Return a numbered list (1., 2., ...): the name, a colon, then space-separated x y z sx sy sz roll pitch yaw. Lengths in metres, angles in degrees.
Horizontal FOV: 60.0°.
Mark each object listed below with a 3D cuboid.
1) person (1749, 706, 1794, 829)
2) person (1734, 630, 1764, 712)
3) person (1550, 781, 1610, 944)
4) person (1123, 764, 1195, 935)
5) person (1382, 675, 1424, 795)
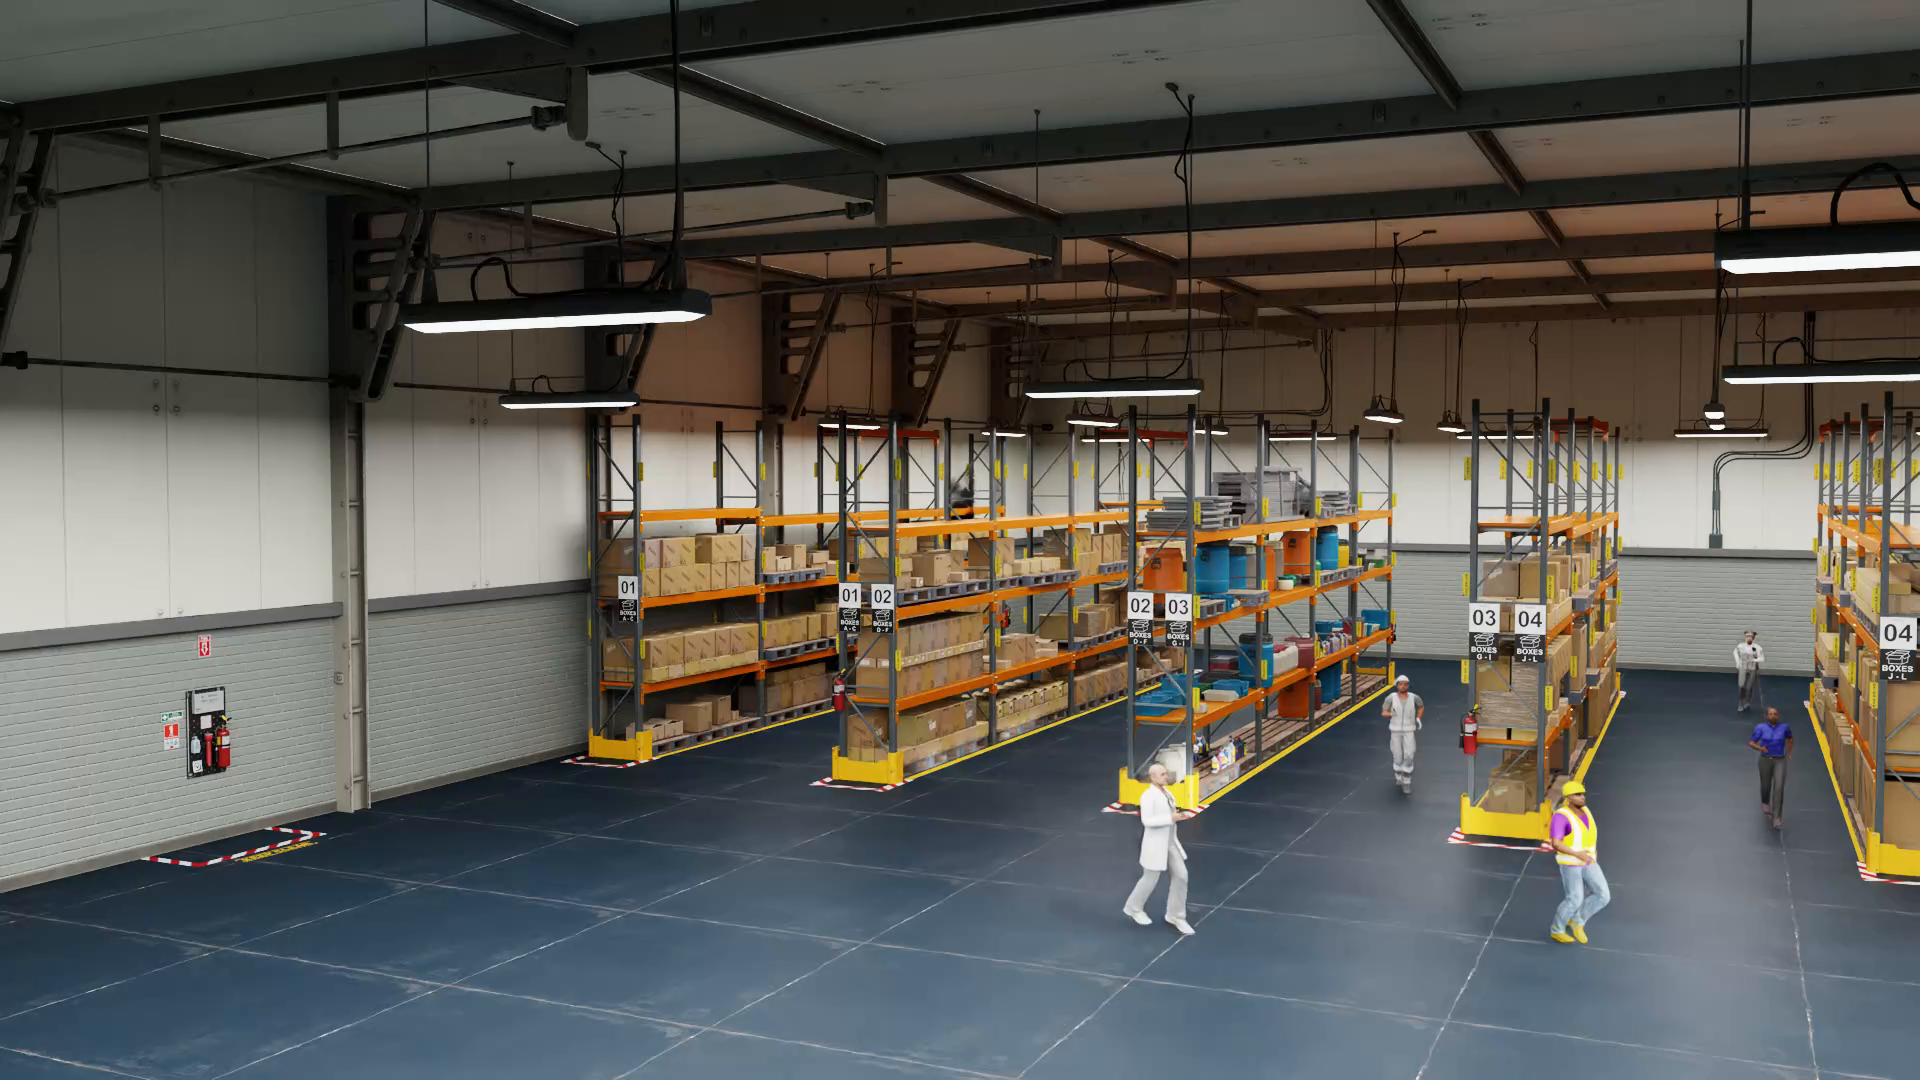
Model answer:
1. person: 11.530 3.185 23.624 0.582 1.661 0.940 1 3 23
2. person: 16.479 2.747 34.760 0.603 1.736 0.671 1 3 30
3. person: 6.523 3.403 17.532 0.702 1.725 0.617 -1 3 -30
4. person: 2.157 3.353 18.119 0.832 1.831 0.685 2 3 41
5. person: 6.916 3.032 25.982 0.632 1.836 0.721 1 2 17
